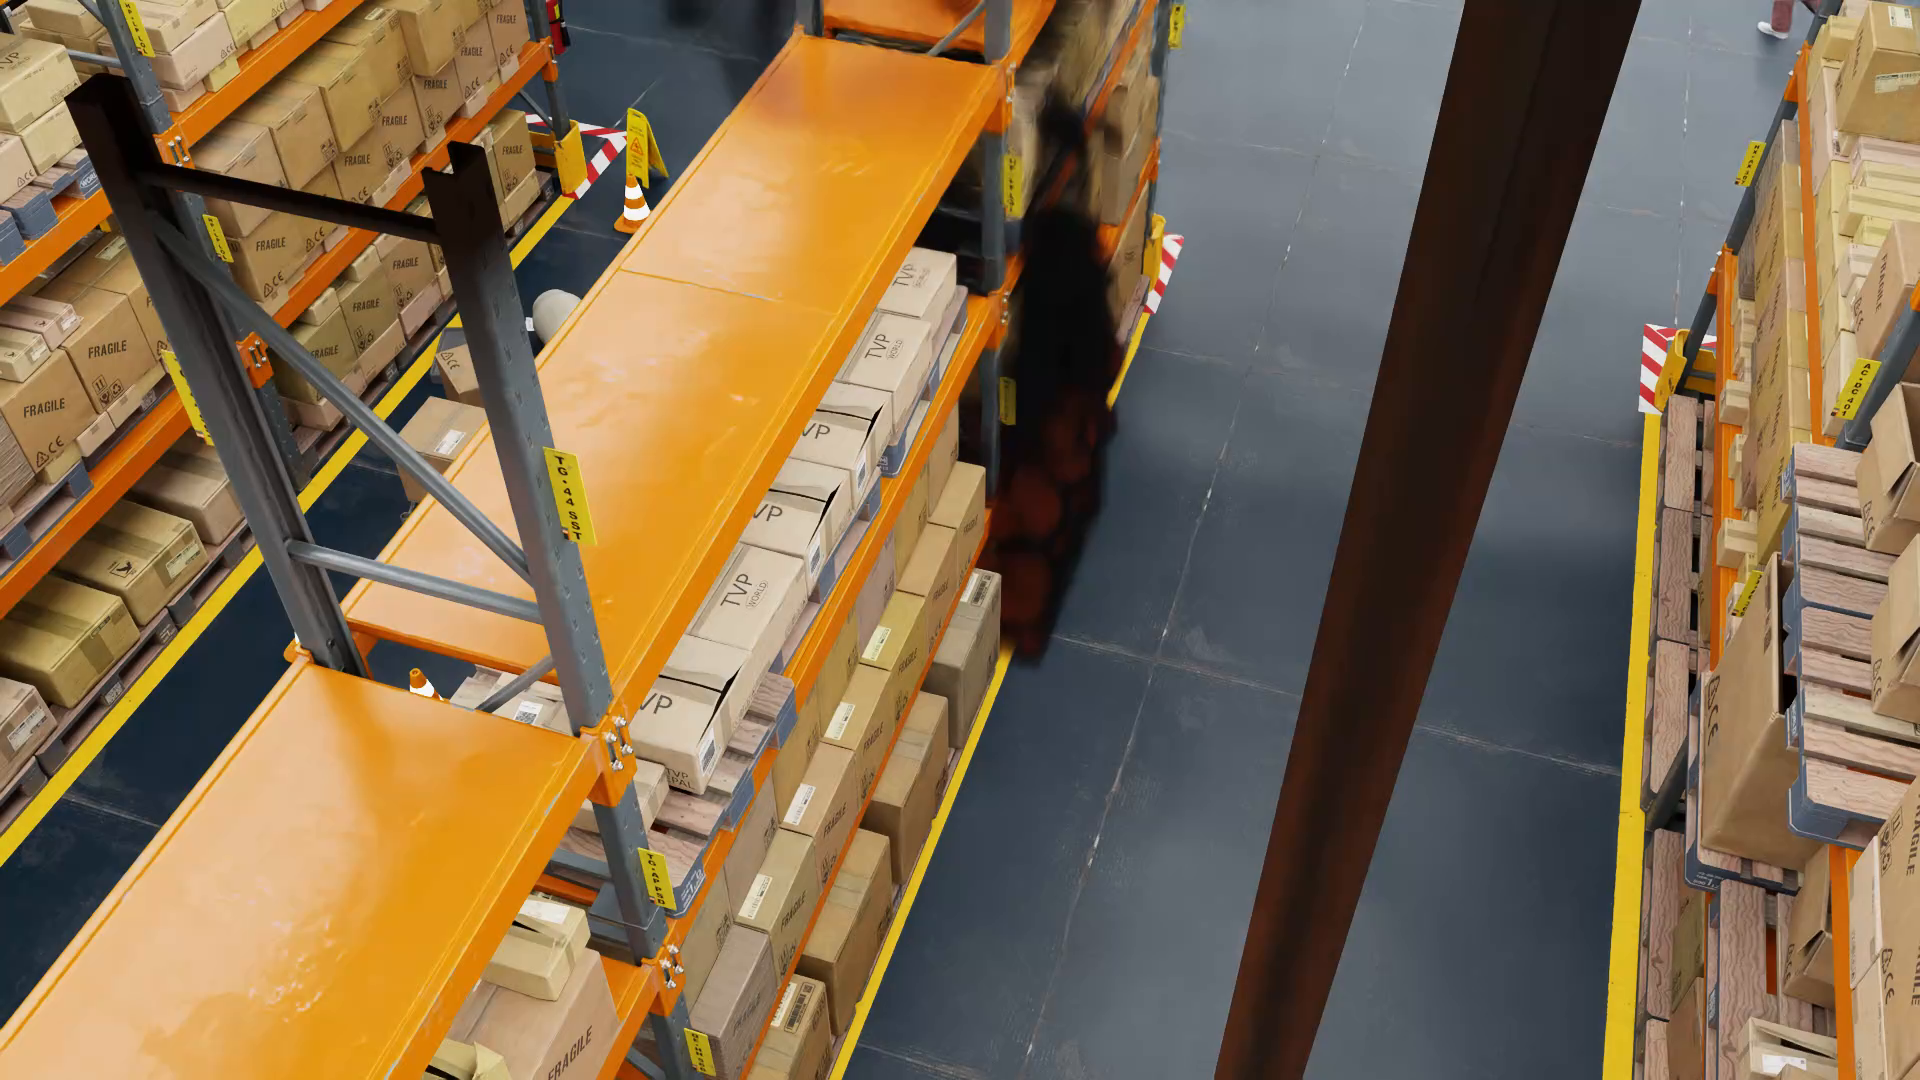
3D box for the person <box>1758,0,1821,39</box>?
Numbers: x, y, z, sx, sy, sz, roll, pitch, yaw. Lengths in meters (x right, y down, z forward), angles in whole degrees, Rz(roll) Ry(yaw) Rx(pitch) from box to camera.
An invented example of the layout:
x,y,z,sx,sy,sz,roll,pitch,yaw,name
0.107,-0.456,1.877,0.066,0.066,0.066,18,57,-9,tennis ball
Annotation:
x,y,z,sx,sy,sz,roll,pitch,yaw,name
7.857,-5.288,15.156,0.583,1.634,0.701,-35,55,-29,person
